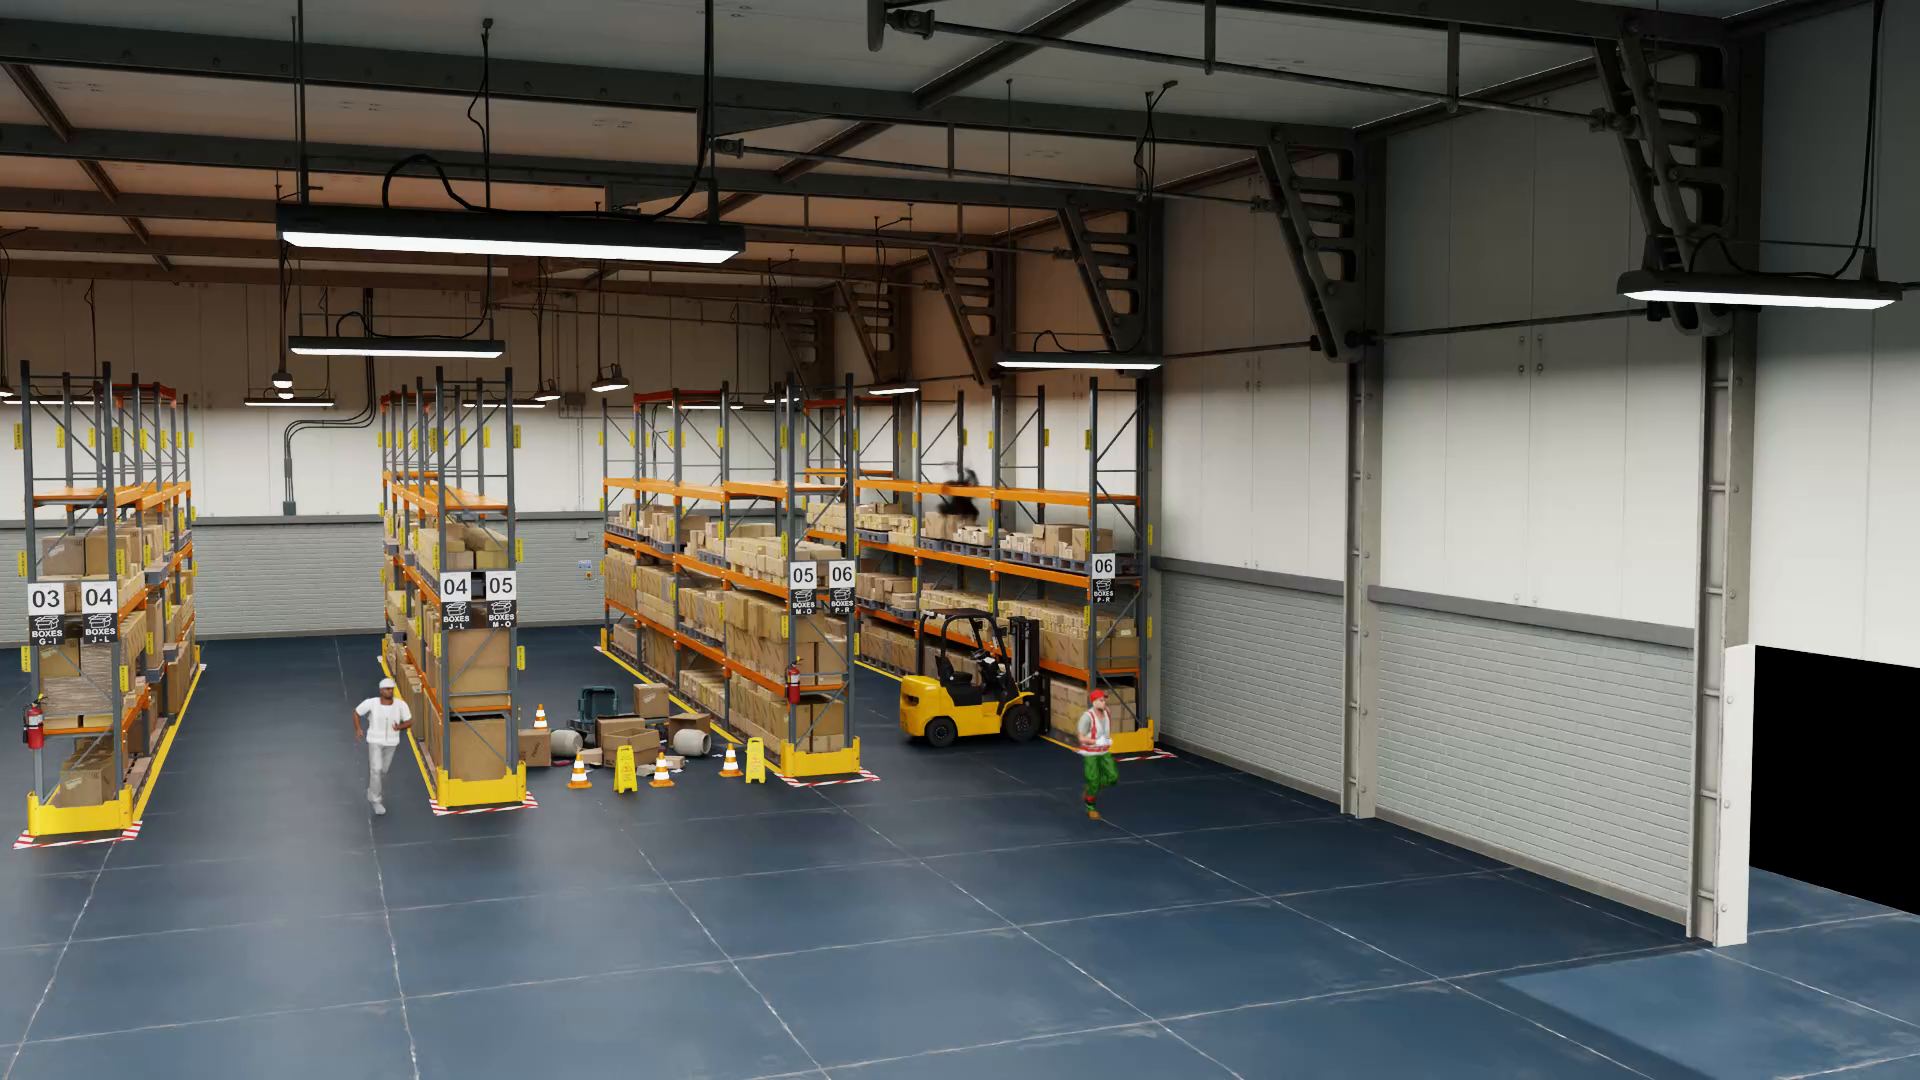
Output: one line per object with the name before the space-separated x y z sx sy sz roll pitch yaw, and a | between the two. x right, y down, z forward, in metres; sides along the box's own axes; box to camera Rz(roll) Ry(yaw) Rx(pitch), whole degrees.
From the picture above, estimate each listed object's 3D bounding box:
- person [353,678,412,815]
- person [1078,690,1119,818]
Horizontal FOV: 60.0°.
person | -7.758 2.732 22.436 0.720 1.739 1.033 -3 4 -36
person | 1.857 2.820 21.858 0.709 1.728 0.651 -3 4 -36
